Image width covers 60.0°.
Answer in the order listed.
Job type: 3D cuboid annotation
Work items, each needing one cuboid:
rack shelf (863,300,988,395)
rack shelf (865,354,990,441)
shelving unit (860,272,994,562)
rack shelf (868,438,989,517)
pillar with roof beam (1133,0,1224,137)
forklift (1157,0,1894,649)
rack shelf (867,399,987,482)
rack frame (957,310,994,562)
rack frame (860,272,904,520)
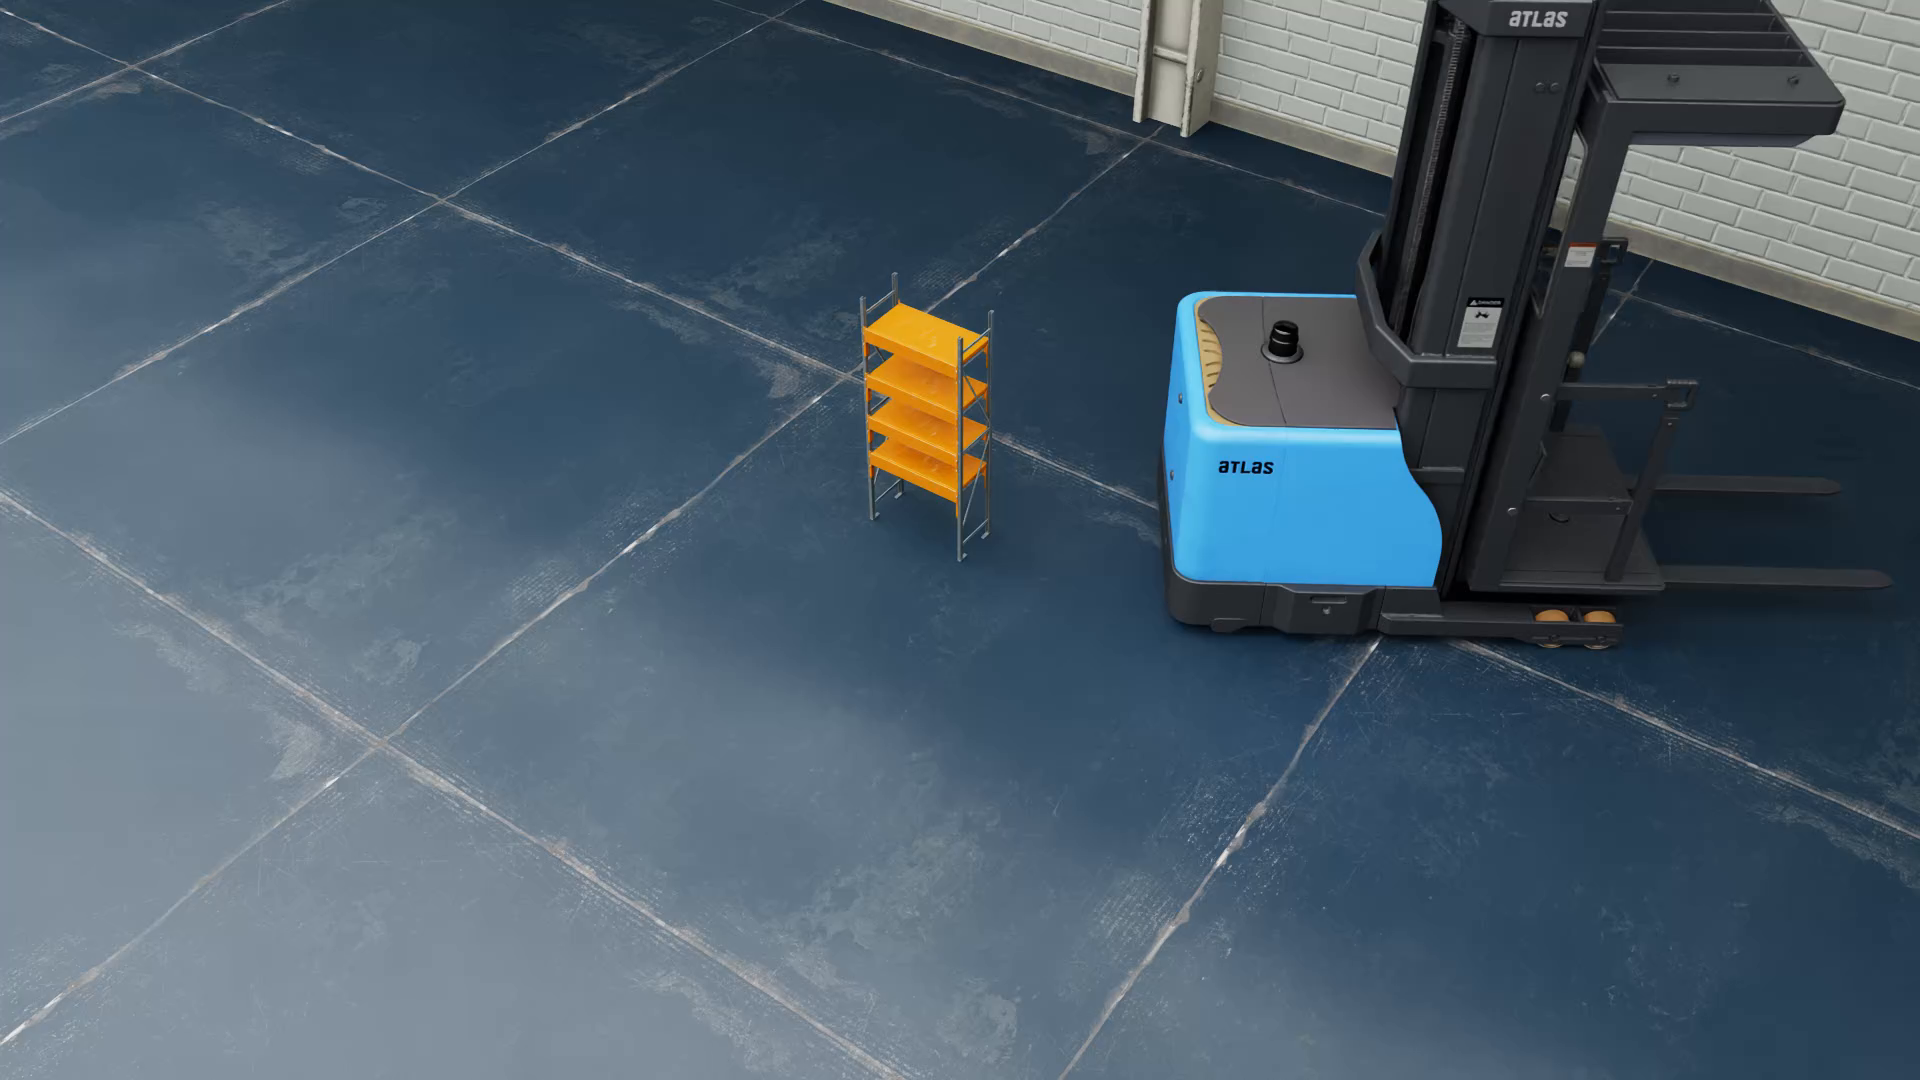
[{"bbox_3d":[-0.136,-0.803,6.907,0.480,0.148,0.258,25,48,25],"label":"rack shelf"},{"bbox_3d":[-0.136,-0.627,7.065,0.480,0.148,0.258,25,48,25],"label":"rack shelf"},{"bbox_3d":[-0.136,-0.511,7.169,0.503,1.200,0.258,25,48,25],"label":"shelving unit"},{"bbox_3d":[-0.136,-0.312,7.346,0.480,0.148,0.258,25,48,25],"label":"rack shelf"},{"bbox_3d":[-1.139,-3.649,4.828,0.400,9.000,9.100,25,48,25],"label":"pillar with roof beam"},{"bbox_3d":[2.410,-0.998,6.416,3.031,2.935,1.130,1,42,2],"label":"forklift"},{"bbox_3d":[-0.136,-0.460,7.214,0.480,0.148,0.258,25,48,25],"label":"rack shelf"},{"bbox_3d":[0.064,-0.417,7.065,0.015,1.200,0.240,25,48,25],"label":"rack frame"},{"bbox_3d":[-0.335,-0.604,7.273,0.015,1.200,0.240,25,48,25],"label":"rack frame"}]
